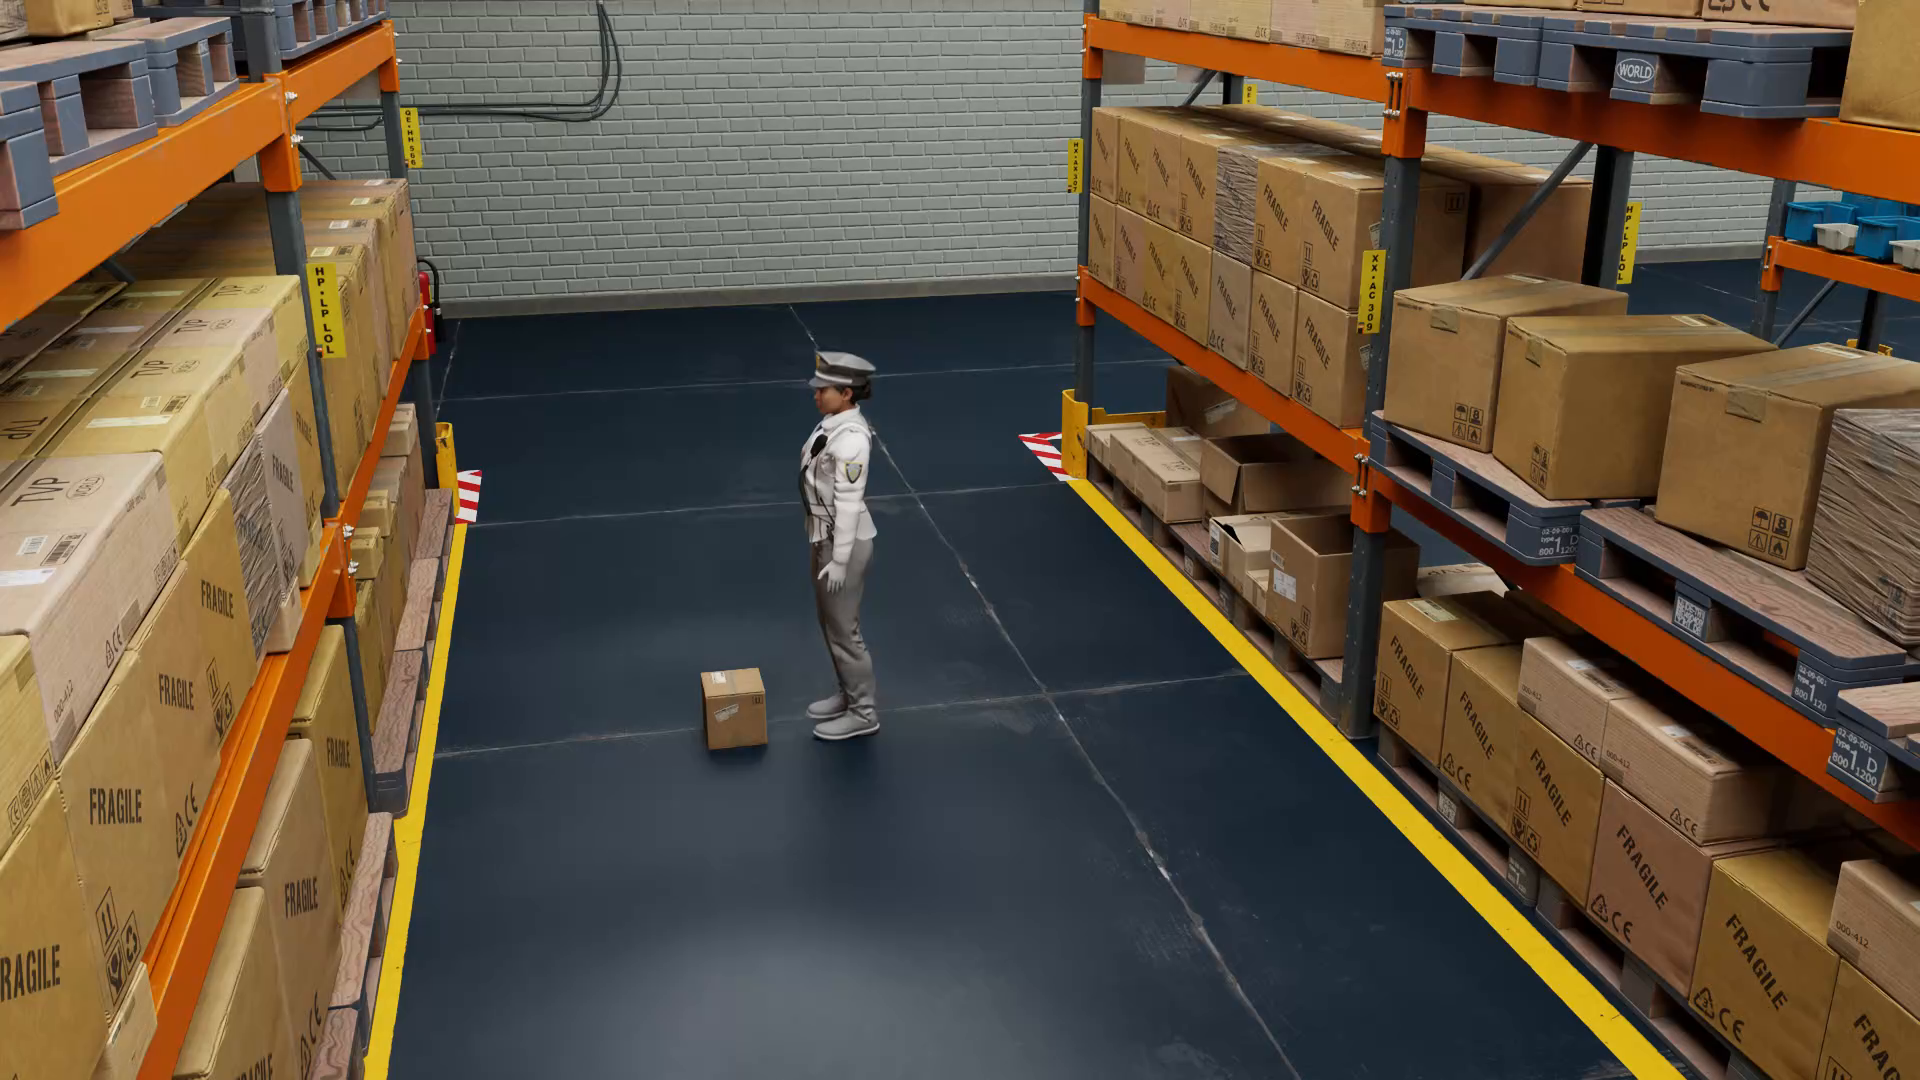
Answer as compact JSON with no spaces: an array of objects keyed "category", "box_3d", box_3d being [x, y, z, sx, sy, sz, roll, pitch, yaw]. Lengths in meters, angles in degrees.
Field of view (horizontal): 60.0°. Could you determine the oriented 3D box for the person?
[{"category":"person","box_3d":[-0.512,0.027,6.988,0.338,1.679,0.466,-4,20,-11]}]
